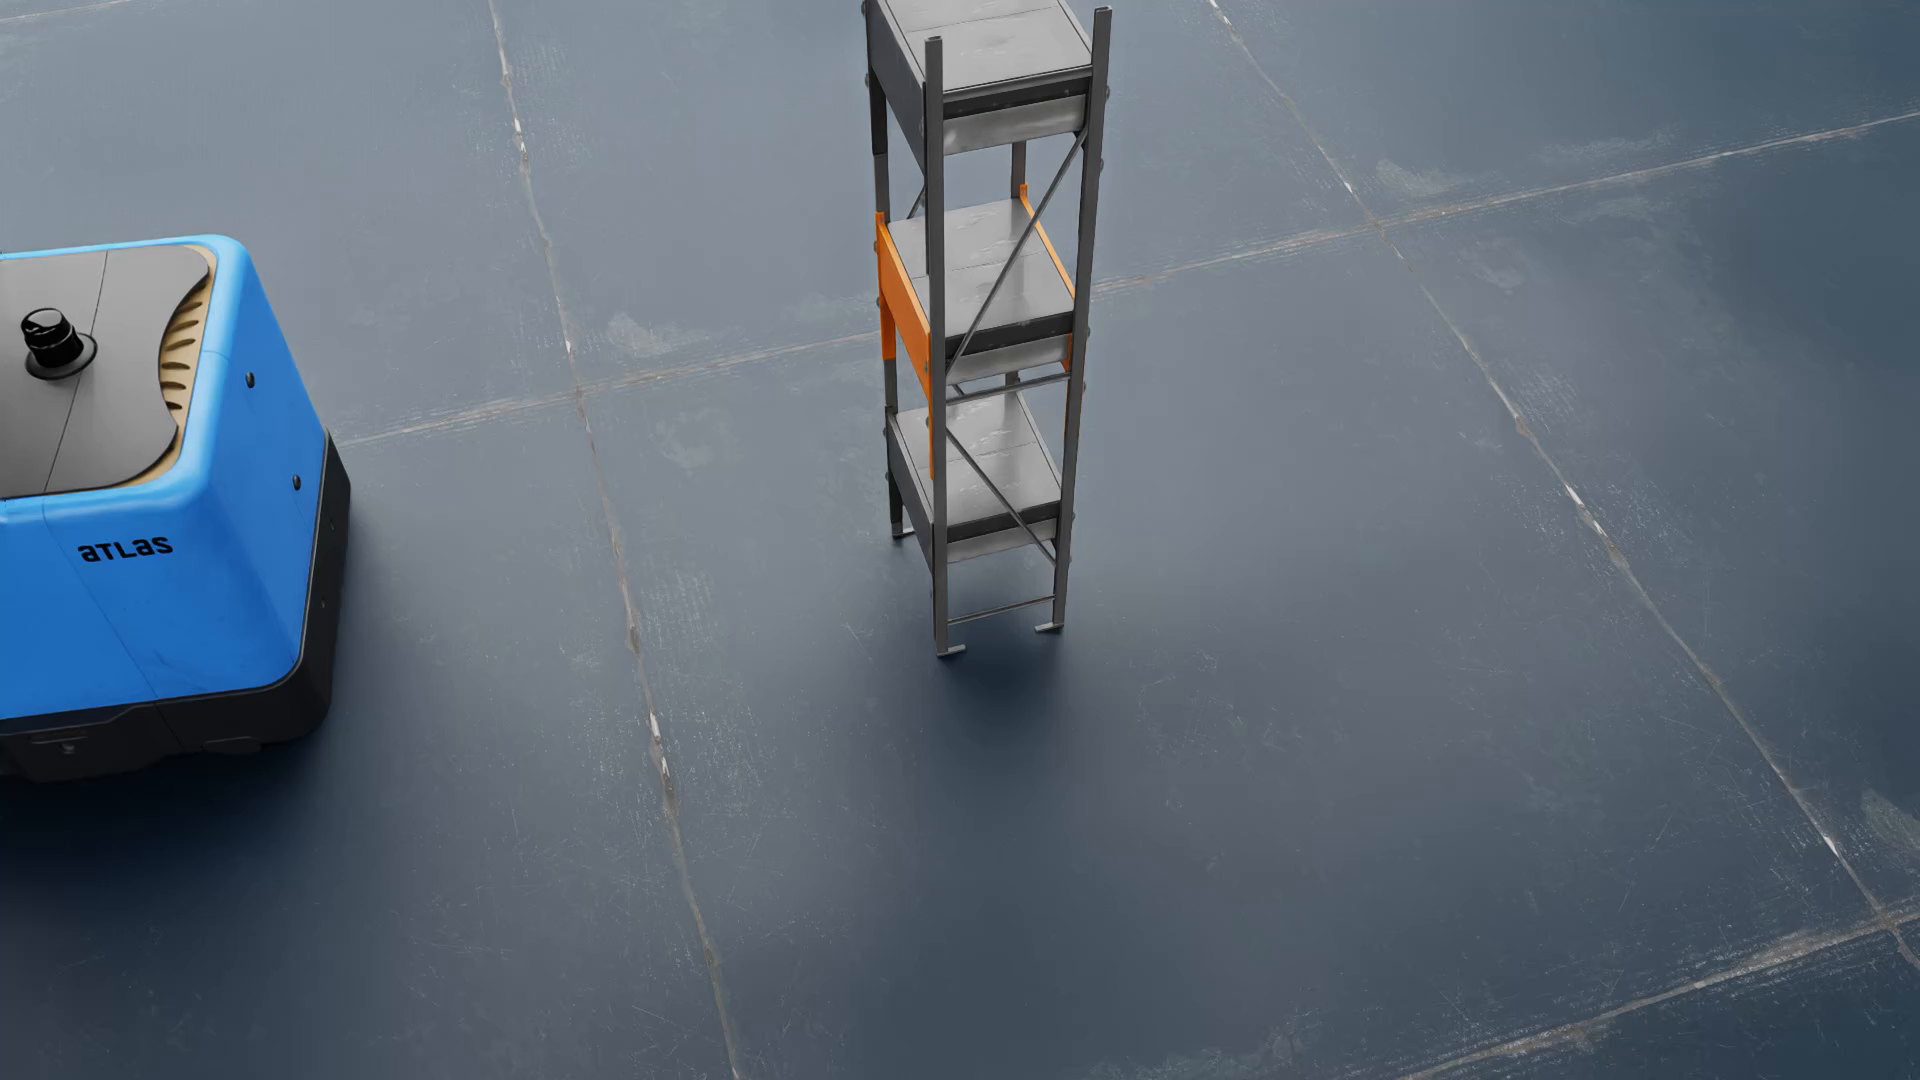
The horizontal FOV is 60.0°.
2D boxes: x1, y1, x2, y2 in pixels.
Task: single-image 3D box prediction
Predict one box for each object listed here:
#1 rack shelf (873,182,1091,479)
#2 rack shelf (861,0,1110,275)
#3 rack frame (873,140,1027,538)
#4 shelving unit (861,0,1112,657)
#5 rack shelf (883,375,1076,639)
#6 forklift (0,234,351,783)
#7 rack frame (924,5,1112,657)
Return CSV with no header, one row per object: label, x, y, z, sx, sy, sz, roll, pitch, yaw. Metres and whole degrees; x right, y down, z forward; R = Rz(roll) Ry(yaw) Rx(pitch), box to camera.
rack shelf,0.049,-0.547,4.356,0.431,0.518,0.480,-13,51,-11
rack shelf,0.049,-0.998,3.821,0.431,0.518,0.480,-13,51,-11
rack frame,-0.023,-0.734,4.496,0.400,2.100,0.015,-13,51,-11
shelving unit,0.049,-0.556,4.345,0.431,2.100,0.503,-13,51,-11
rack shelf,0.049,-0.096,4.891,0.431,0.518,0.480,-13,51,-11
forklift,-3.369,-0.562,3.807,3.031,2.935,1.130,-7,50,-6
rack frame,0.121,-0.378,4.195,0.400,2.100,0.015,-13,51,-11
